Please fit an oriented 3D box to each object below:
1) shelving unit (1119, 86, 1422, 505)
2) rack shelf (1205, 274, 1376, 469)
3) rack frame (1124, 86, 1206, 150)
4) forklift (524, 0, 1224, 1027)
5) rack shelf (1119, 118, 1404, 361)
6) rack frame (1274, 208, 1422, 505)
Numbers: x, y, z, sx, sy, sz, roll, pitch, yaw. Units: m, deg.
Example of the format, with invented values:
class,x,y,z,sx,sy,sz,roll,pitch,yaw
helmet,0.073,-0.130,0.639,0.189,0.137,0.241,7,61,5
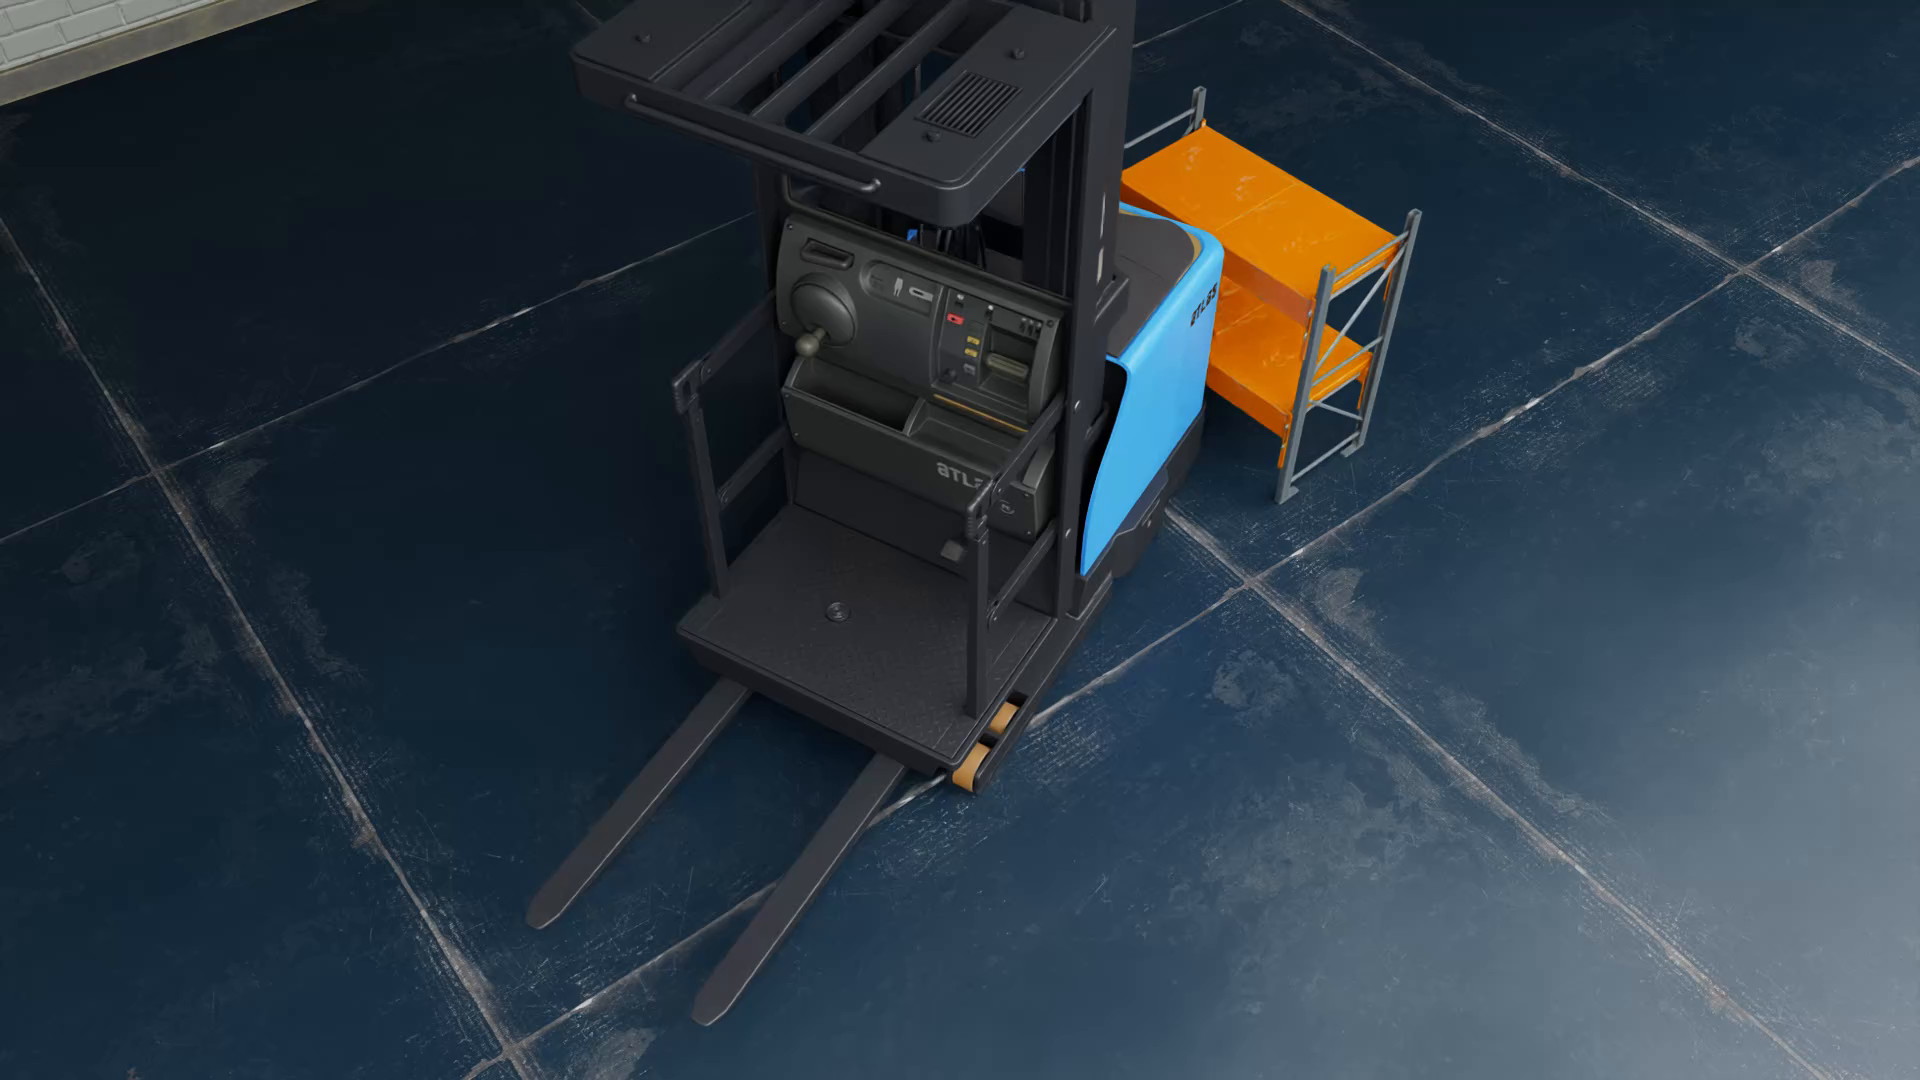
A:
class,x,y,z,sx,sy,sz,roll,pitch,yaw
shelving unit,1.069,-0.927,6.331,0.538,1.125,1.048,-33,56,-26
rack shelf,1.069,-0.763,6.512,0.538,0.278,1.000,-33,56,-26
rack frame,0.733,-1.210,6.587,0.500,1.125,0.032,-33,56,-26
forklift,-0.244,-0.551,4.771,1.130,2.935,3.031,23,52,20
rack shelf,1.069,-1.124,6.114,0.538,0.278,1.000,-33,56,-26
rack frame,1.405,-0.644,6.075,0.500,1.125,0.032,-33,56,-26
